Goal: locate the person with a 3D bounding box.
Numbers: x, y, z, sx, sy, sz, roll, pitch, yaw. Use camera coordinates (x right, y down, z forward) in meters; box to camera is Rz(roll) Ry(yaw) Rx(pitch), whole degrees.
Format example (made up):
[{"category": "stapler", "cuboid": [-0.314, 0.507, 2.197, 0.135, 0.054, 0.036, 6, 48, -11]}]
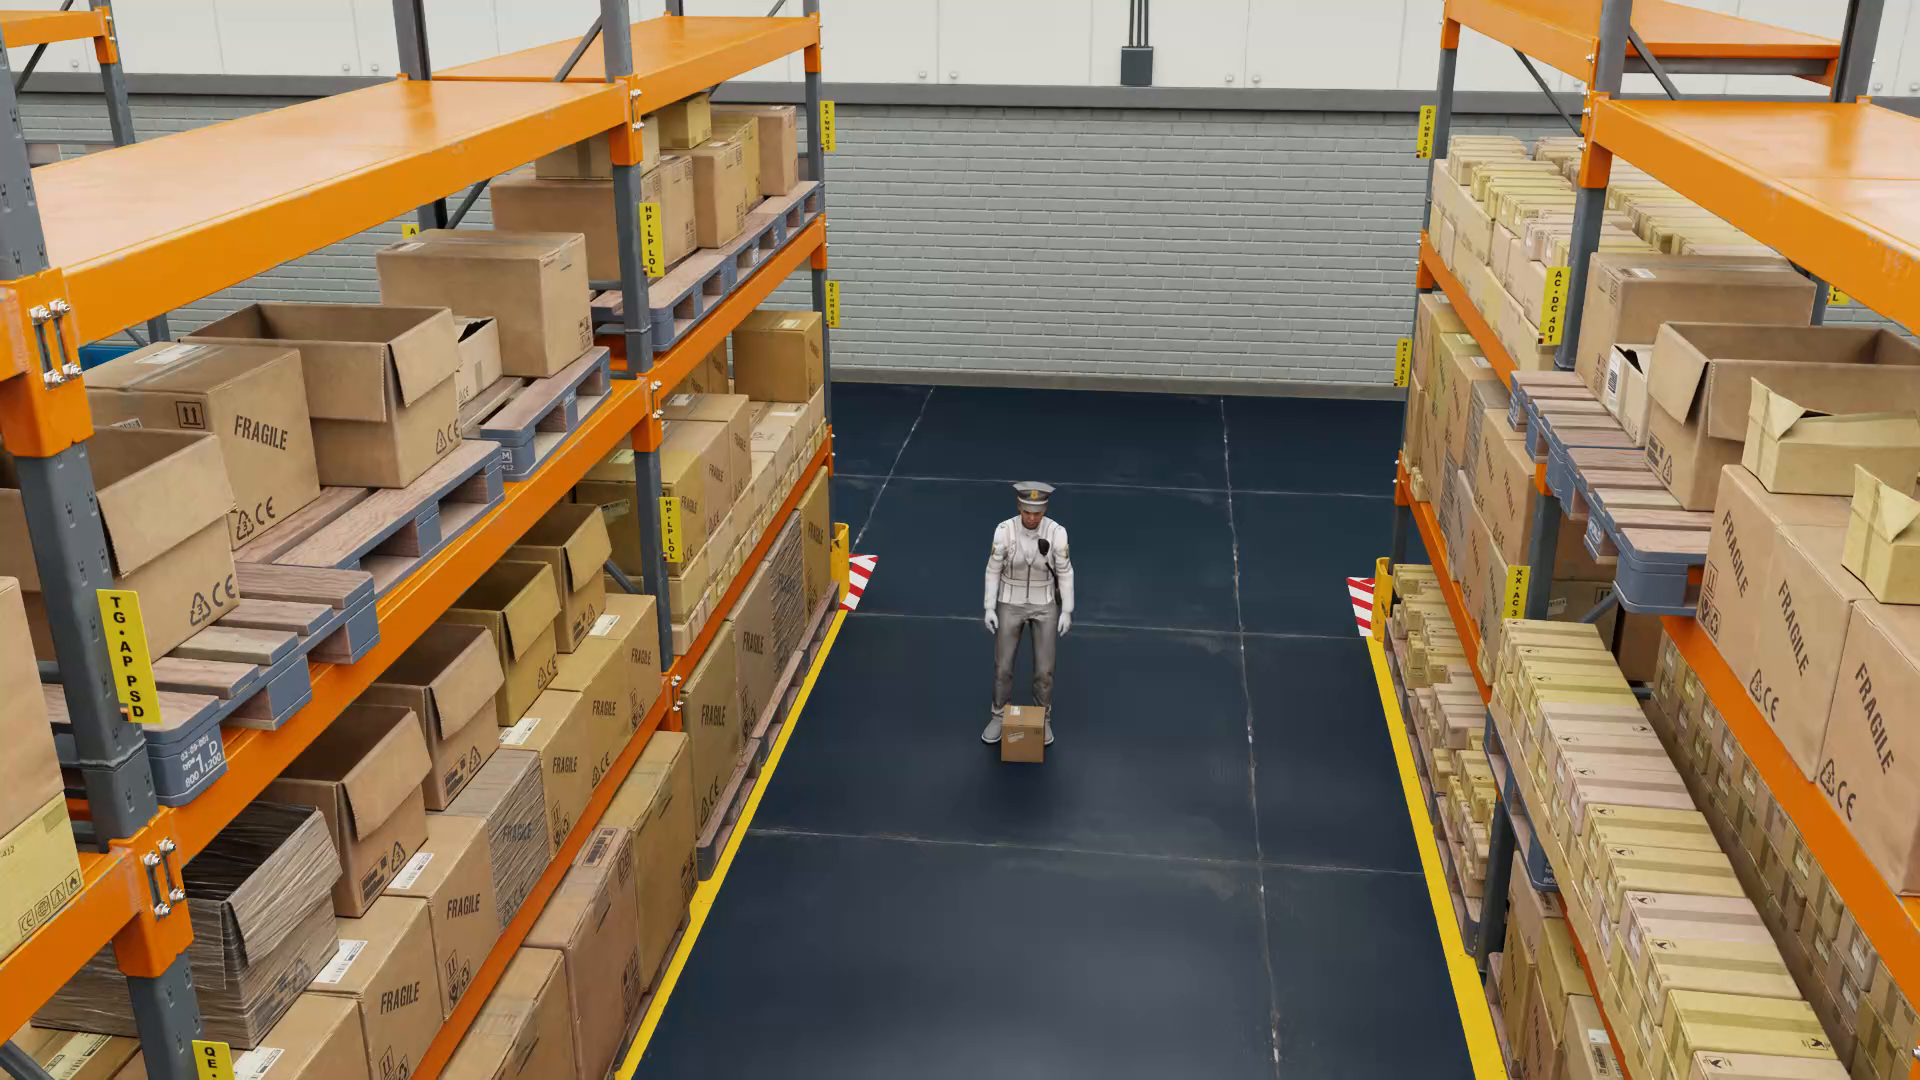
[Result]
[{"category": "person", "cuboid": [0.412, 0.424, 9.988, 0.543, 1.666, 0.372, 2, 21, 4]}]
